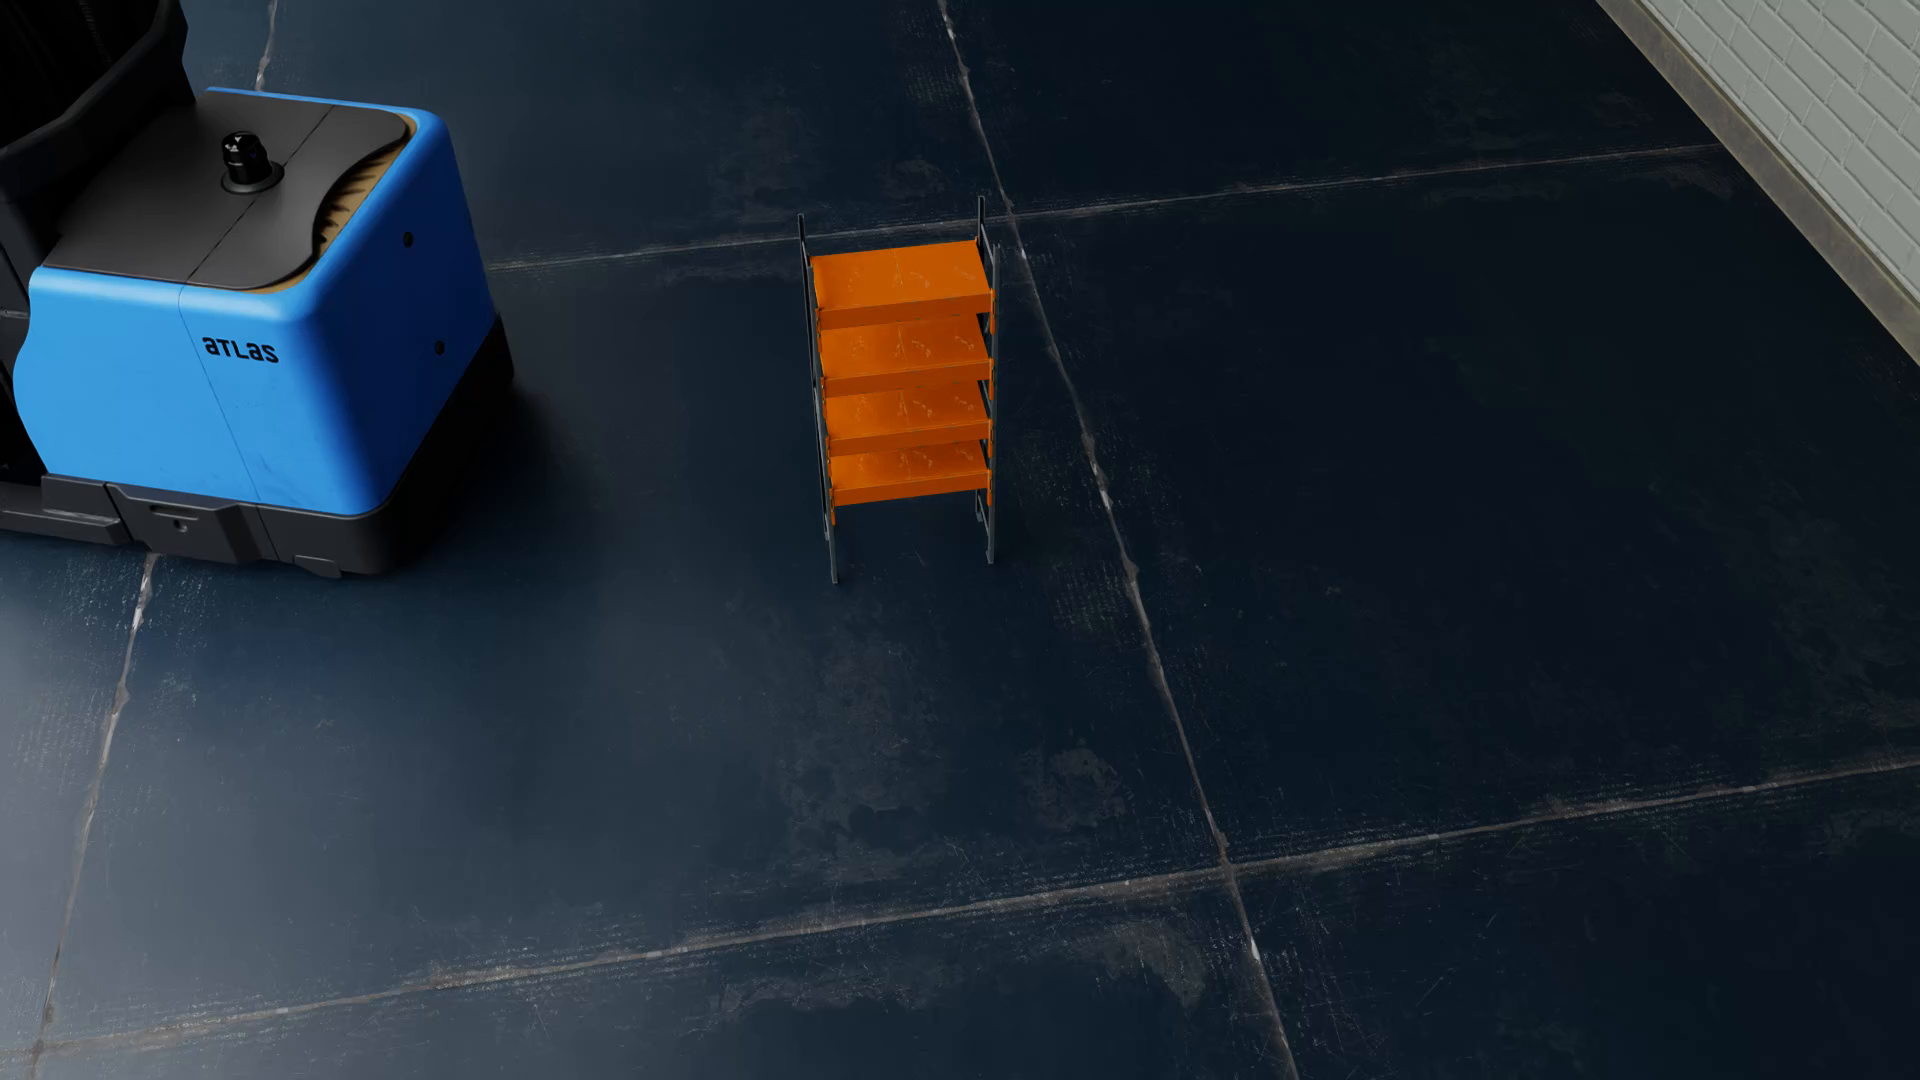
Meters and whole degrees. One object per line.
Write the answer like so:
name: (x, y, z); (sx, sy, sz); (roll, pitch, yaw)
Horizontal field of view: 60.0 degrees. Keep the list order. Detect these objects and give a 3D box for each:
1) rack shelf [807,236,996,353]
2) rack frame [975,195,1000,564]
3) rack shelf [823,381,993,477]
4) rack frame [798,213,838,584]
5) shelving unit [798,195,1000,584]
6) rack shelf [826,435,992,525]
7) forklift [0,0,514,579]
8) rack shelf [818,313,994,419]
rack shelf: (-0.163, -0.669, 4.515); (0.480, 0.148, 0.258); (-7, 46, -7)
rack frame: (0.077, -0.426, 4.827); (0.015, 1.200, 0.240); (-7, 46, -7)
rack shelf: (-0.163, -0.349, 4.847); (0.480, 0.148, 0.258); (-7, 46, -7)
rack frame: (-0.404, -0.366, 4.769); (0.015, 1.200, 0.240); (-7, 46, -7)
shelving unit: (-0.163, -0.396, 4.798); (0.503, 1.200, 0.258); (-7, 46, -7)
rack shelf: (-0.163, -0.212, 4.990); (0.480, 0.148, 0.258); (-7, 46, -7)
forklift: (-3.096, -1.426, 4.588); (3.031, 2.935, 1.130); (8, 47, 8)
rack shelf: (-0.163, -0.505, 4.686); (0.480, 0.148, 0.258); (-7, 46, -7)
